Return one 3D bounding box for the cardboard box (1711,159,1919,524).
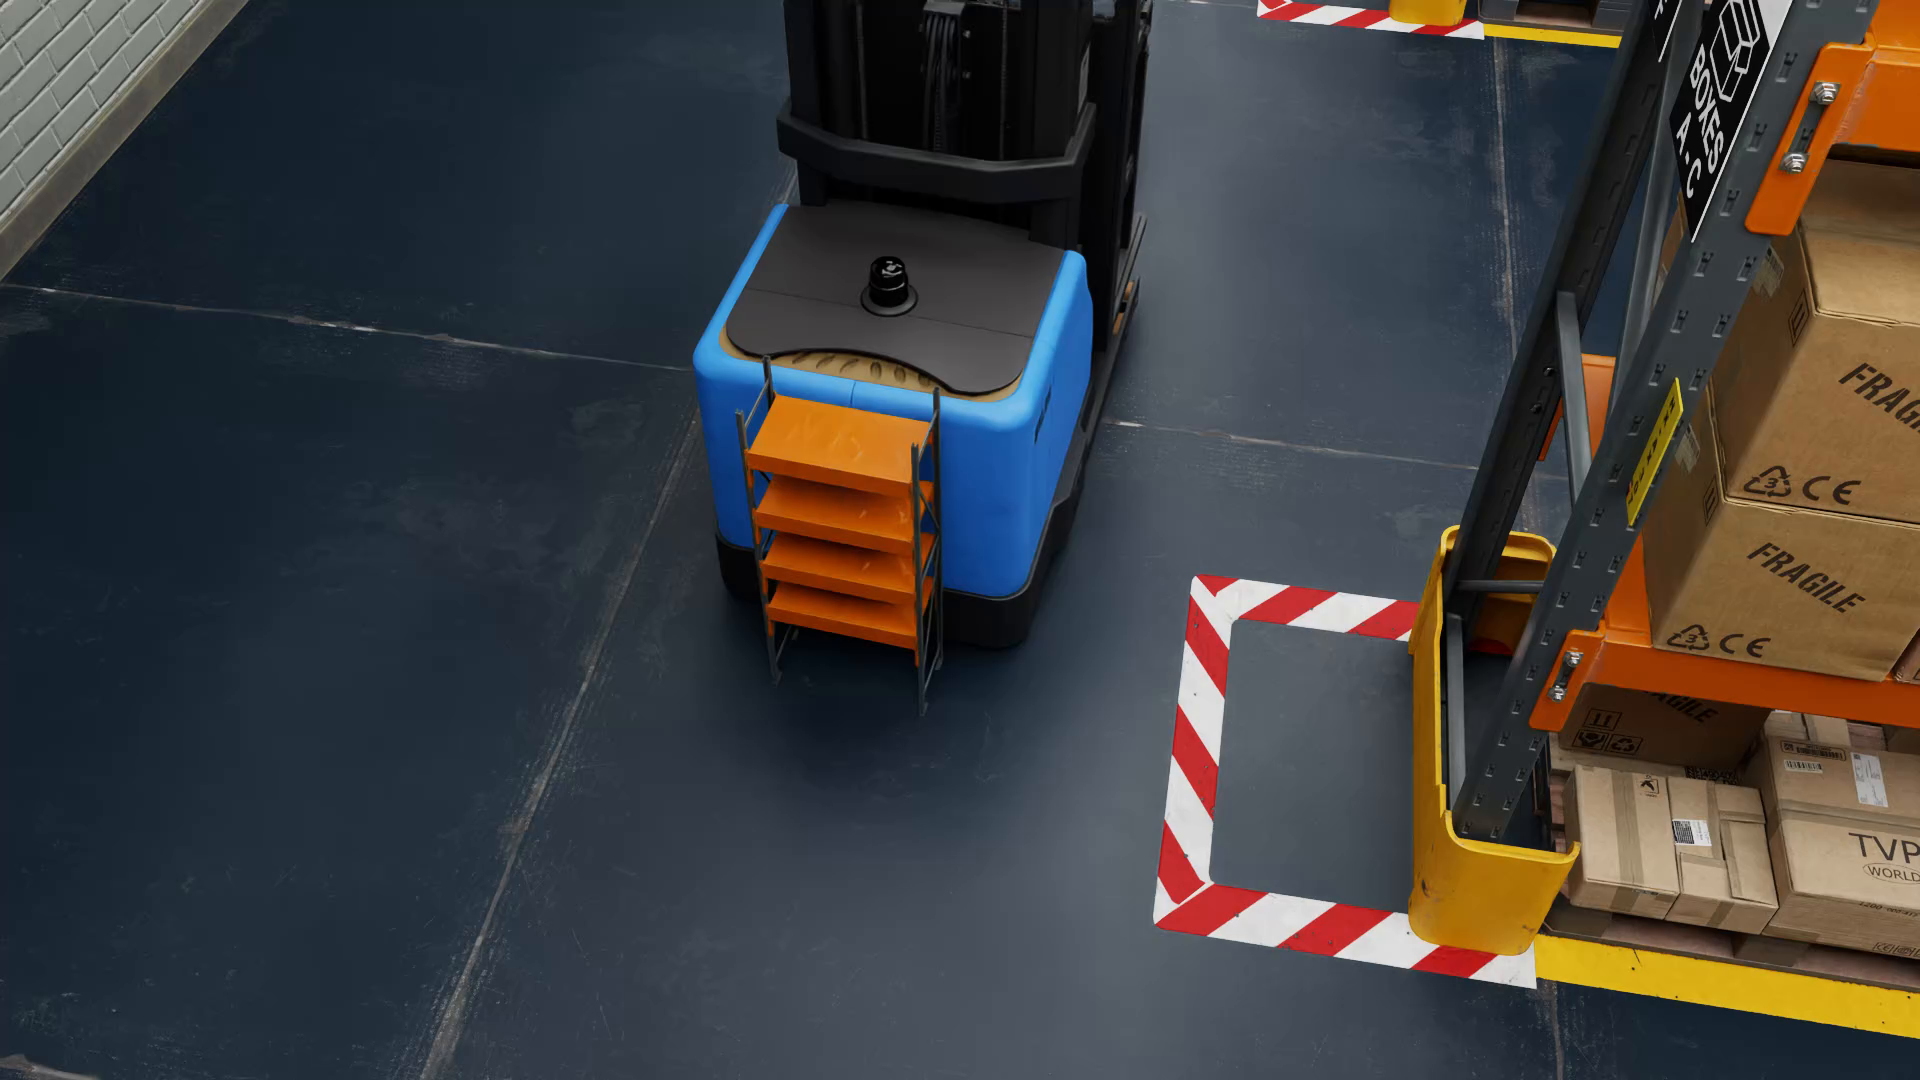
[{"bbox_3d":[1.864,-0.397,3.351,0.500,0.500,0.500,9,49,8],"label":"cardboard box"}]

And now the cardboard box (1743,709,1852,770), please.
[{"bbox_3d":[2.436,0.530,4.866,0.250,0.166,0.380,8,49,7],"label":"cardboard box"}]

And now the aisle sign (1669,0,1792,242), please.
[{"bbox_3d":[1.355,-0.944,2.834,0.004,0.787,0.394,8,49,7],"label":"aisle sign"}]

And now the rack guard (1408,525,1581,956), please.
[{"bbox_3d":[1.549,0.564,4.907,0.348,0.500,1.175,8,49,7],"label":"rack guard"}]

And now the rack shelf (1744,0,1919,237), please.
[{"bbox_3d":[3.442,-0.779,2.900,4.000,0.370,1.077,8,49,7],"label":"rack shelf"}]

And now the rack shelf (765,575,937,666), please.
[{"bbox_3d":[-0.327,0.201,5.120,0.480,0.148,0.258,11,49,10],"label":"rack shelf"}]

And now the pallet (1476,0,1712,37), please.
[{"bbox_3d":[3.164,-2.837,8.157,1.213,0.211,1.003,8,49,7],"label":"pallet"}]

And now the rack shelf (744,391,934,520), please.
[{"bbox_3d":[-0.327,-0.239,4.630,0.480,0.148,0.258,11,49,10],"label":"rack shelf"}]

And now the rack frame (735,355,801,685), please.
[{"bbox_3d":[-0.563,-0.022,4.963,0.015,1.200,0.240,11,49,10],"label":"rack frame"}]

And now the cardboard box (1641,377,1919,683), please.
[{"bbox_3d":[1.864,-0.063,3.723,0.500,0.500,0.500,9,49,8],"label":"cardboard box"}]

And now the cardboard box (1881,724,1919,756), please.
[{"bbox_3d":[2.983,0.530,4.810,0.500,0.250,0.500,8,49,7],"label":"cardboard box"}]

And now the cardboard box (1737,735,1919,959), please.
[{"bbox_3d":[2.451,0.837,4.534,0.500,0.250,0.500,8,49,7],"label":"cardboard box"}]

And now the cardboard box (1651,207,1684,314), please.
[{"bbox_3d":[1.963,-0.454,4.075,0.500,0.500,0.500,9,49,8],"label":"cardboard box"}]

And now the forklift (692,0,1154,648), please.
[{"bbox_3d":[0.076,-1.755,5.356,1.130,2.935,3.031,11,49,10],"label":"forklift"}]

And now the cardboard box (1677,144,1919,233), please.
[{"bbox_3d":[1.961,-0.791,3.705,0.500,0.500,0.500,7,48,6],"label":"cardboard box"}]

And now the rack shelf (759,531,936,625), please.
[{"bbox_3d":[-0.327,0.069,4.972,0.480,0.148,0.258,11,49,10],"label":"rack shelf"}]

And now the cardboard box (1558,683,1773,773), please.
[{"bbox_3d":[2.053,0.299,4.849,0.500,0.500,0.500,8,49,7],"label":"cardboard box"}]

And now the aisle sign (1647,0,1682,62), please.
[{"bbox_3d":[1.462,-1.383,3.229,0.004,0.787,0.394,8,49,7],"label":"aisle sign"}]

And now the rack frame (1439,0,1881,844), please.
[{"bbox_3d":[1.474,-0.281,3.986,0.127,3.000,1.000,8,49,7],"label":"rack frame"}]

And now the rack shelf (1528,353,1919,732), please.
[{"bbox_3d":[3.442,0.224,4.016,4.000,0.370,1.077,8,49,7],"label":"rack shelf"}]

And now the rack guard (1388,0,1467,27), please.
[{"bbox_3d":[2.333,-3.064,8.167,0.348,0.500,1.175,8,49,7],"label":"rack guard"}]

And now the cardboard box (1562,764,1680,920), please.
[{"bbox_3d":[1.825,0.832,4.607,0.250,0.149,0.380,8,49,7],"label":"cardboard box"}]

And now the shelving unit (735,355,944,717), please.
[{"bbox_3d":[-0.327,0.024,4.922,0.503,1.200,0.258,11,49,10],"label":"shelving unit"}]

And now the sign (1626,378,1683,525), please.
[{"bbox_3d":[1.378,-0.173,3.307,0.005,0.325,0.100,8,49,7],"label":"sign"}]

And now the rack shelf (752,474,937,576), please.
[{"bbox_3d":[-0.327,-0.081,4.806,0.480,0.148,0.258,11,49,10],"label":"rack shelf"}]

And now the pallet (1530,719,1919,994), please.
[{"bbox_3d":[2.334,0.766,4.920,1.213,0.211,1.003,8,49,7],"label":"pallet"}]

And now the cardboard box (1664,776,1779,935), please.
[{"bbox_3d":[2.071,0.859,4.571,0.250,0.166,0.380,8,49,7],"label":"cardboard box"}]

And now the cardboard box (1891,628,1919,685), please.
[{"bbox_3d":[2.373,0.002,3.665,0.500,0.500,0.500,7,48,6],"label":"cardboard box"}]

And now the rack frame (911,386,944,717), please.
[{"bbox_3d":[-0.091,0.070,4.880,0.015,1.200,0.240,11,49,10],"label":"rack frame"}]
